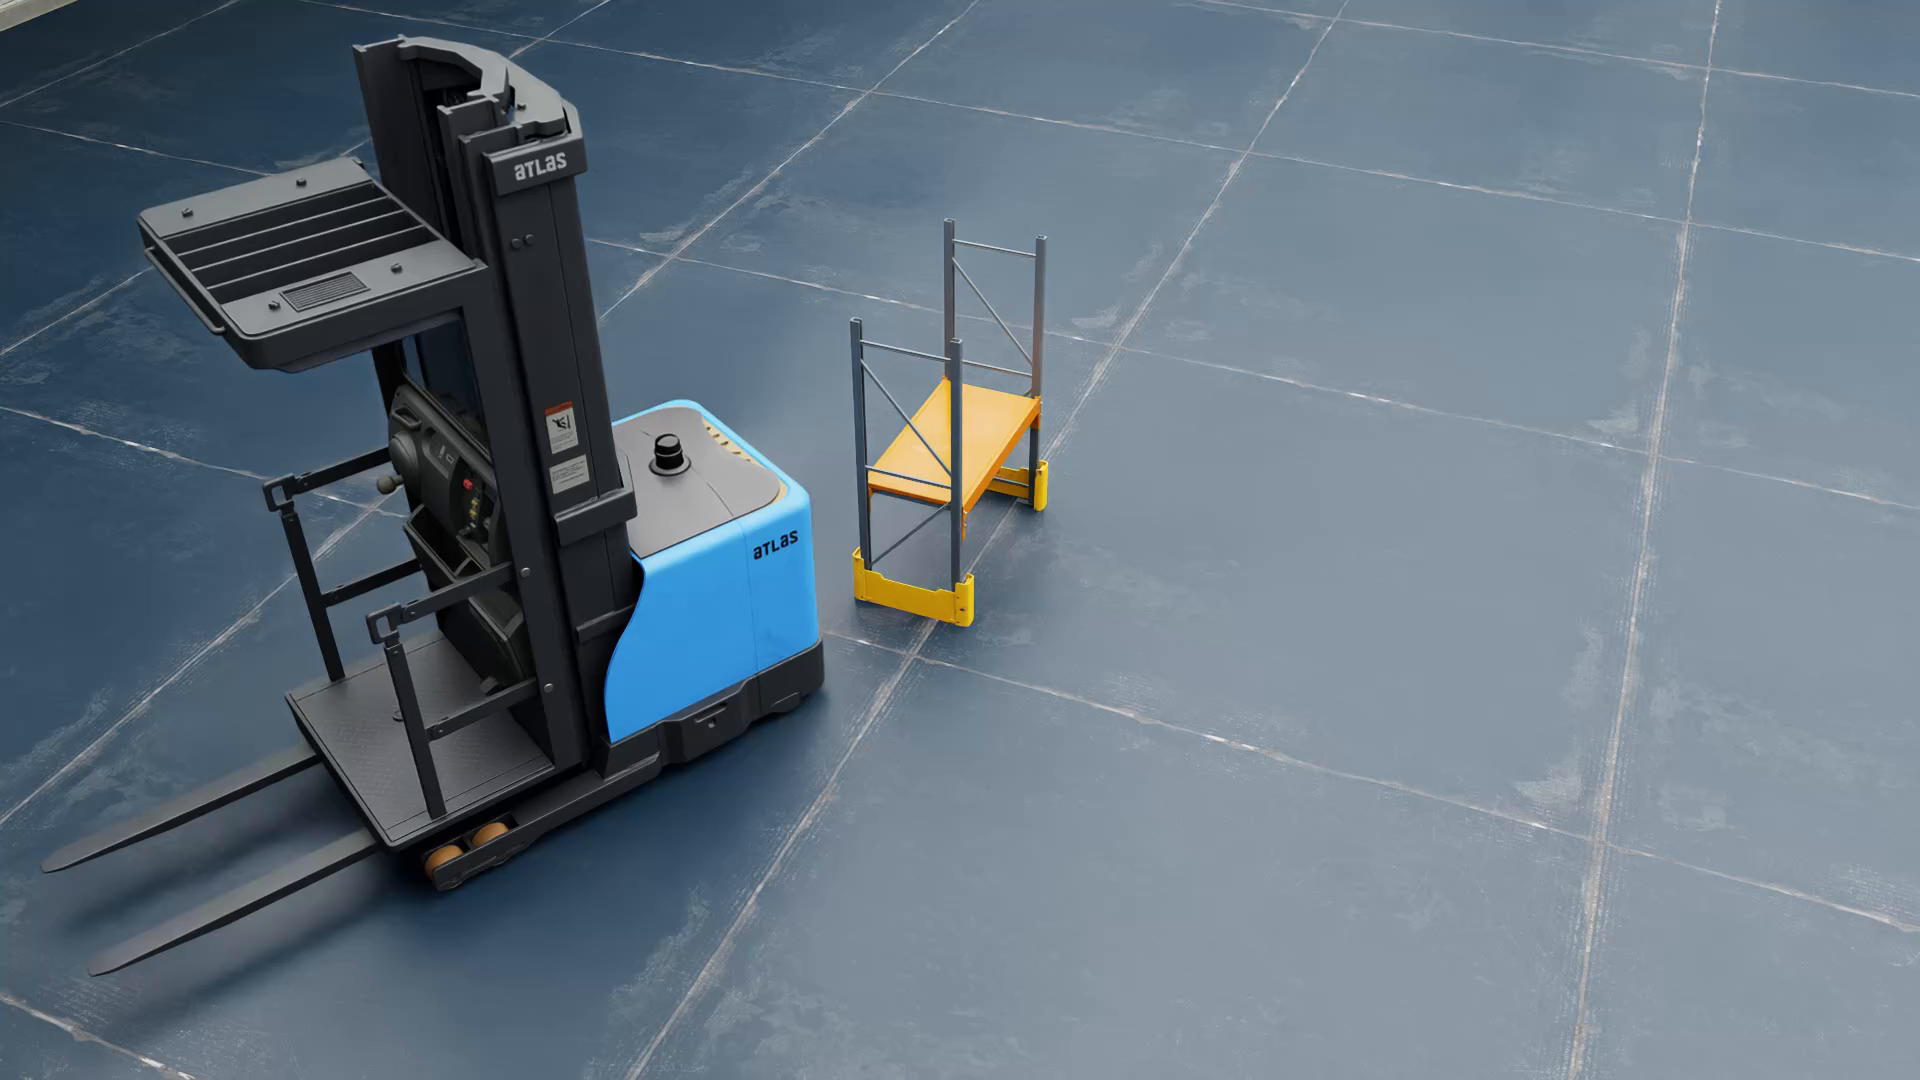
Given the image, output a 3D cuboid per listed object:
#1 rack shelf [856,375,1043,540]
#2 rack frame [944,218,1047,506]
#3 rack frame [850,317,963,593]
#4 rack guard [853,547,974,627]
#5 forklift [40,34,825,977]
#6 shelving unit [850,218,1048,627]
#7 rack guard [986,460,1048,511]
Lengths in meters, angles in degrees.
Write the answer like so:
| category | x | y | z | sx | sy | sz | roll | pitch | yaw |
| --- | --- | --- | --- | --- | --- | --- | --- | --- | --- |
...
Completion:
| category | x | y | z | sx | sy | sz | roll | pitch | yaw |
| --- | --- | --- | --- | --- | --- | --- | --- | --- | --- |
| rack shelf | -0.032 | -0.409 | 7.845 | 0.538 | 0.185 | 1.000 | 14 | 39 | 18 |
| rack frame | 0.161 | -0.835 | 8.114 | 0.500 | 1.500 | 0.032 | 14 | 39 | 18 |
| rack frame | -0.226 | -0.272 | 7.361 | 0.500 | 1.500 | 0.032 | 14 | 39 | 18 |
| rack guard | -0.218 | 0.218 | 7.750 | 0.587 | 0.250 | 0.087 | 14 | 39 | 18 |
| forklift | -2.066 | -0.183 | 6.046 | 3.031 | 2.935 | 1.130 | -25 | 44 | -30 |
| shelving unit | -0.029 | -0.559 | 7.745 | 0.587 | 1.500 | 1.083 | 14 | 39 | 18 |
| rack guard | 0.160 | -0.334 | 8.488 | 0.587 | 0.250 | 0.087 | 14 | 39 | 18 |
